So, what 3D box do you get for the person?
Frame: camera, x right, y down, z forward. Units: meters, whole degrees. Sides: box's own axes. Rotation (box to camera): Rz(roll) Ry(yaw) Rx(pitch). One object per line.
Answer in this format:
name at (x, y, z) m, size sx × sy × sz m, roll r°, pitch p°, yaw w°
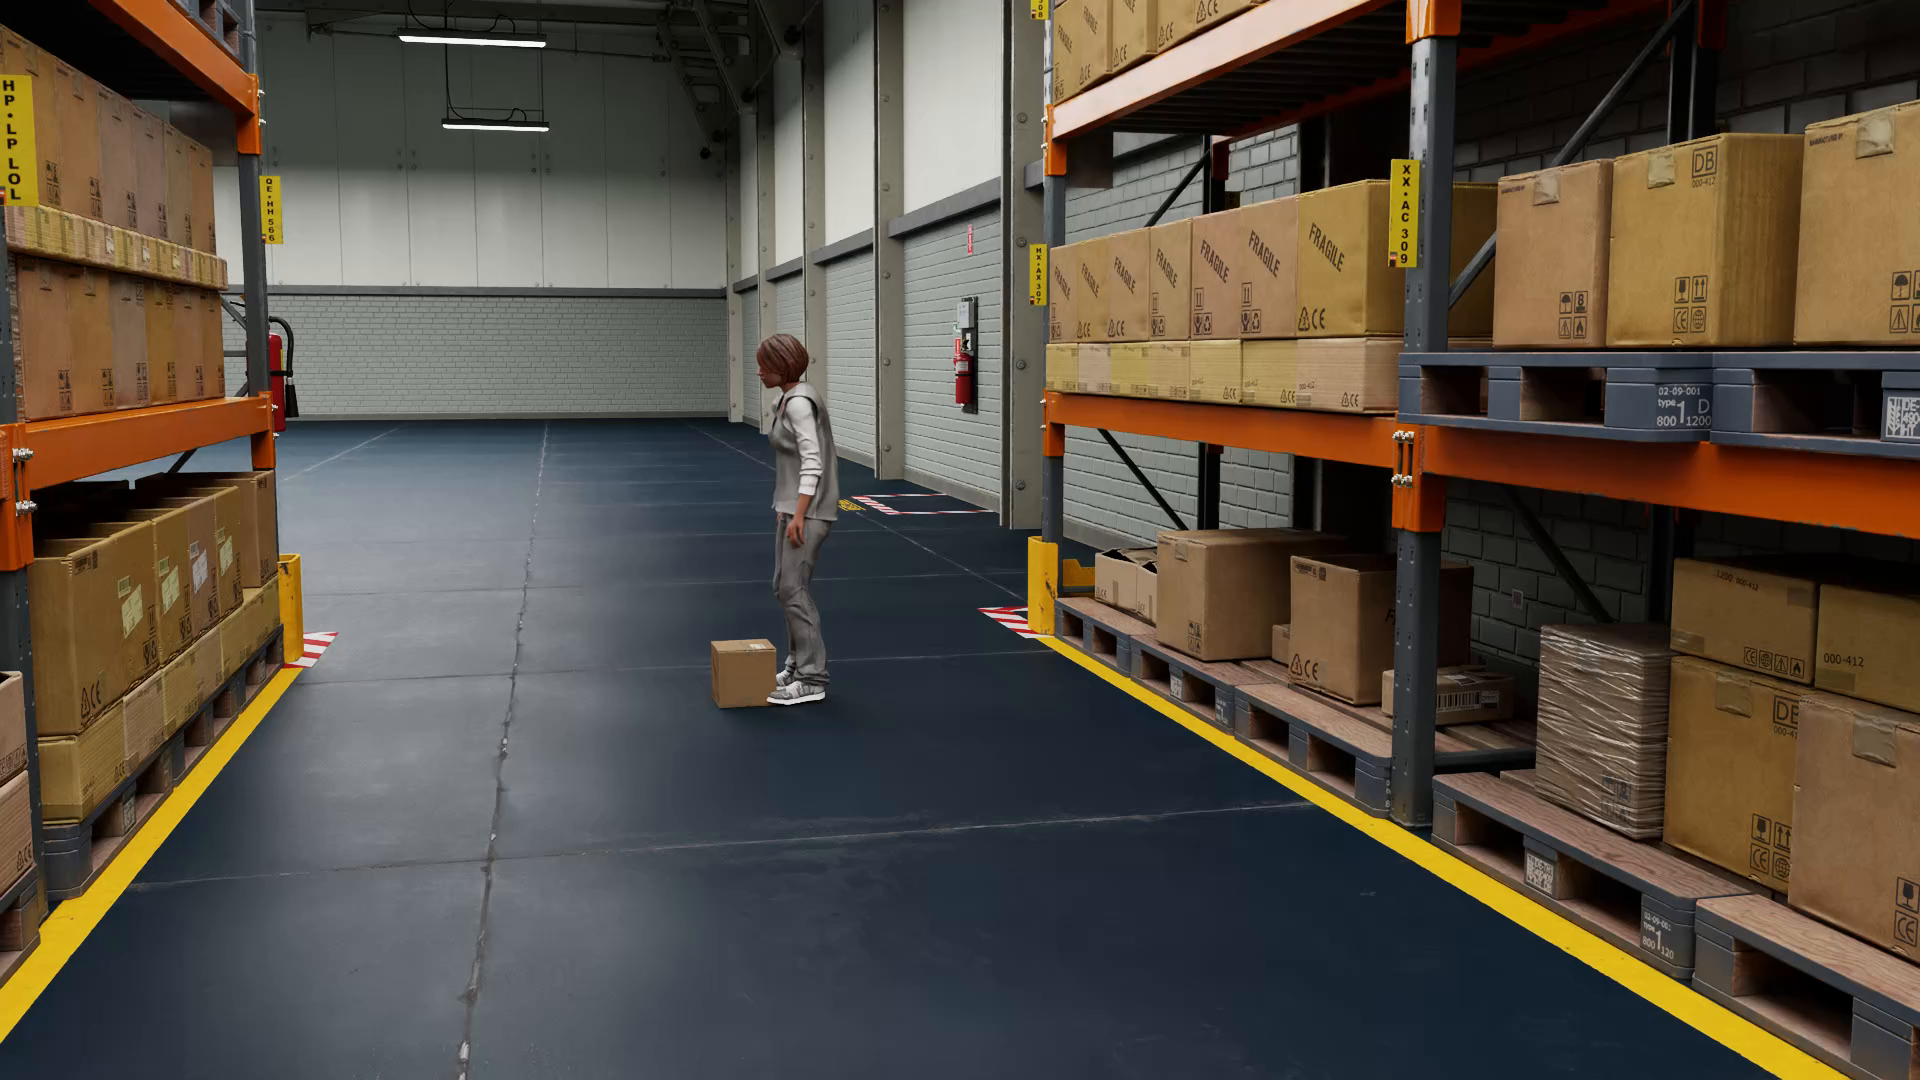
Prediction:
person at (-0.707, -0.095, 7.238) m, size 0.347 × 1.593 × 0.459 m, roll -2°, pitch 7°, yaw -14°
